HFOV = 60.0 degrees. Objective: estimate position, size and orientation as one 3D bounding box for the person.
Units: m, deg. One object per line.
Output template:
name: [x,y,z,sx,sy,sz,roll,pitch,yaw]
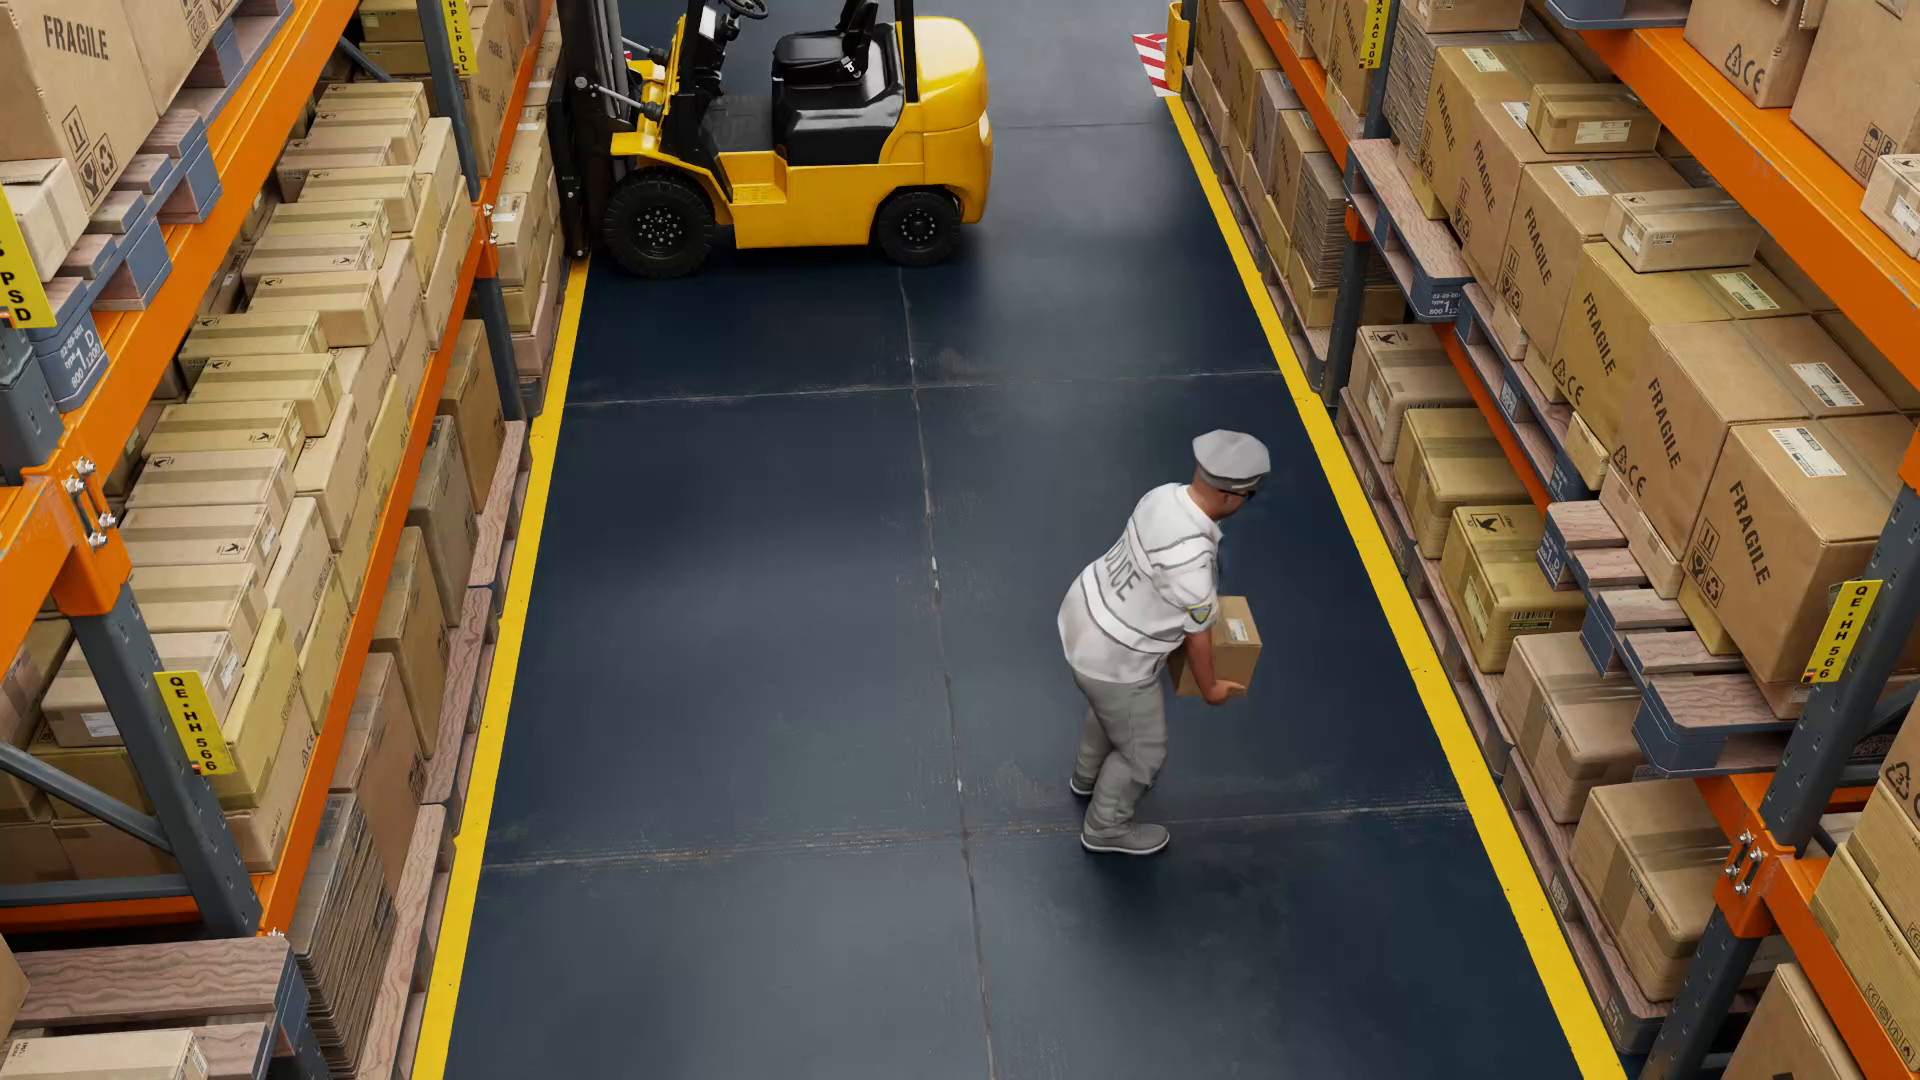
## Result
person: [0.661,0.372,5.756,0.641,1.675,0.478,-4,39,-5]
